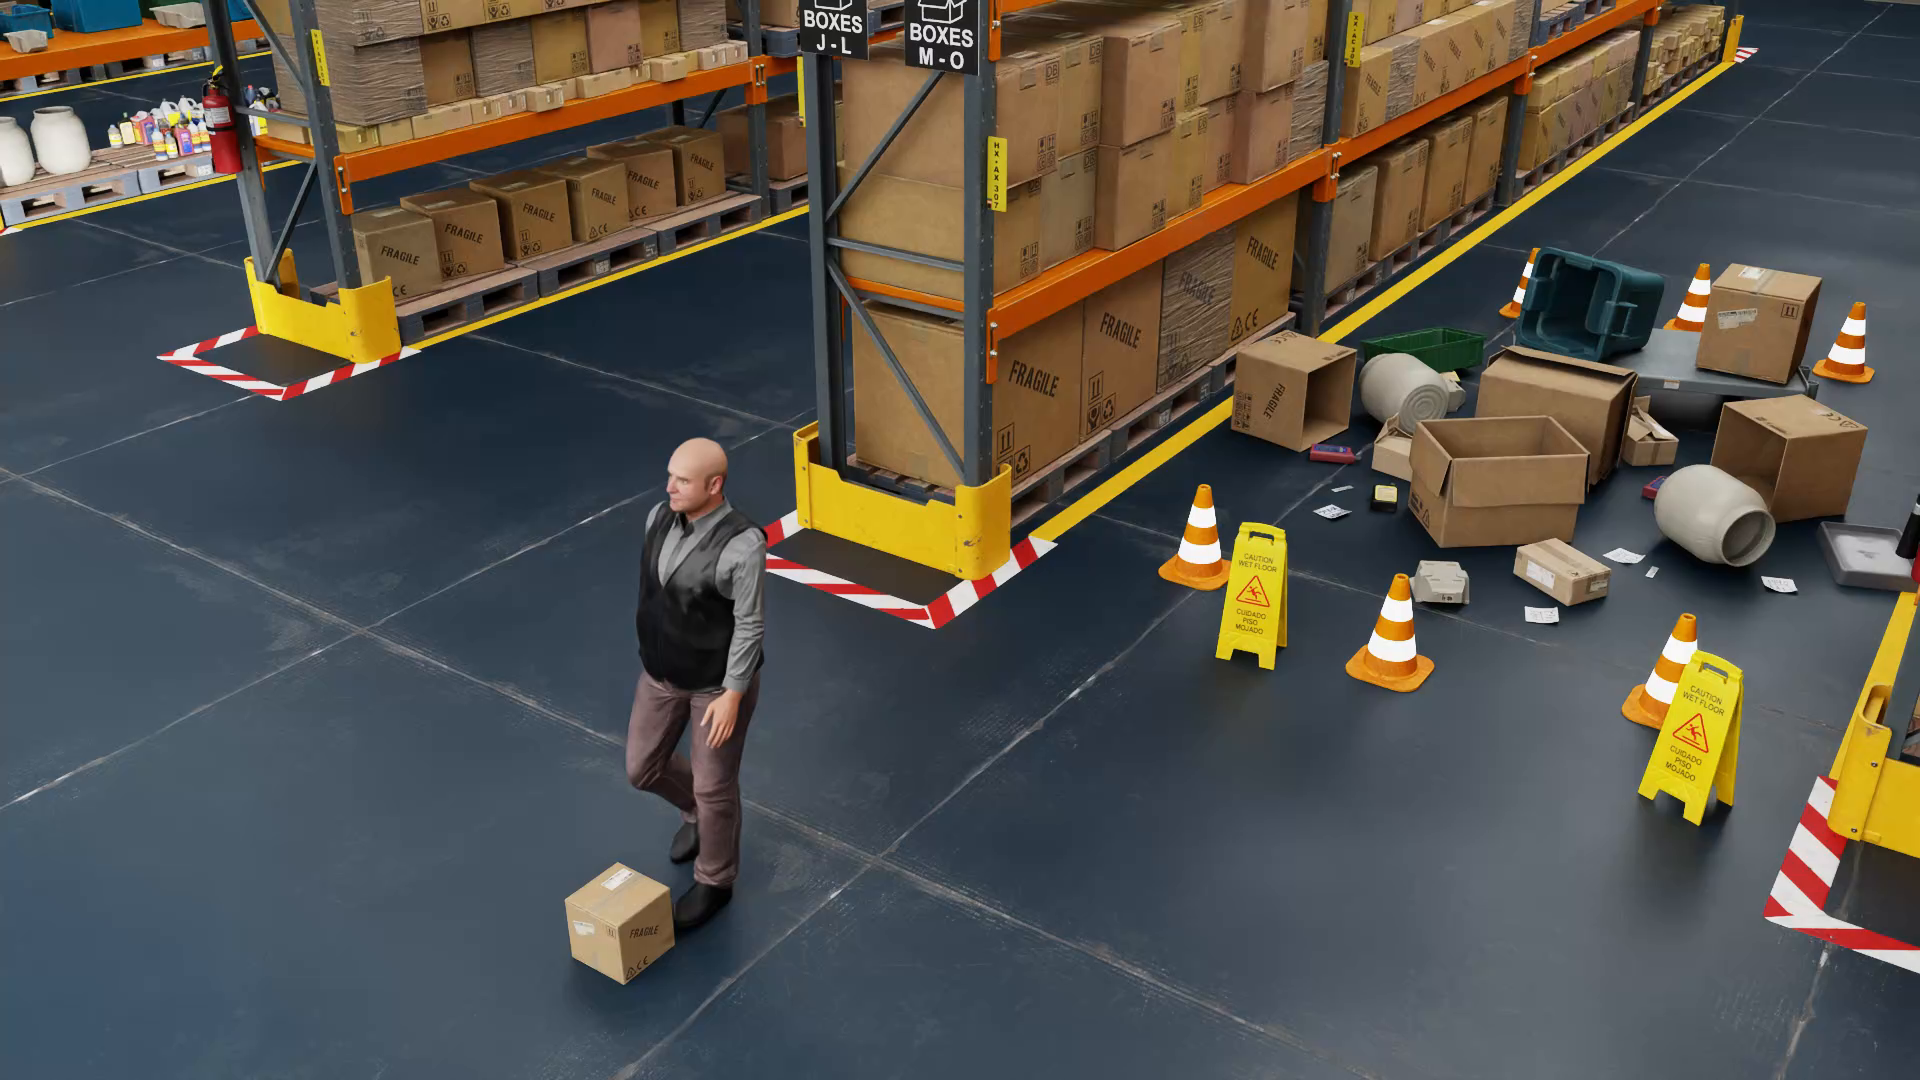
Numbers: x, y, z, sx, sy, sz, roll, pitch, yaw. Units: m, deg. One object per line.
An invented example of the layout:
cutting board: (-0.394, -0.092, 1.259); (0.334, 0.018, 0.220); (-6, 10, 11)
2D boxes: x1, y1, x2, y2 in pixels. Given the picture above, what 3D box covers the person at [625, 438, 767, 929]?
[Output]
person: (-0.919, 0.486, 5.655); (0.558, 1.719, 0.540); (17, 32, 31)
